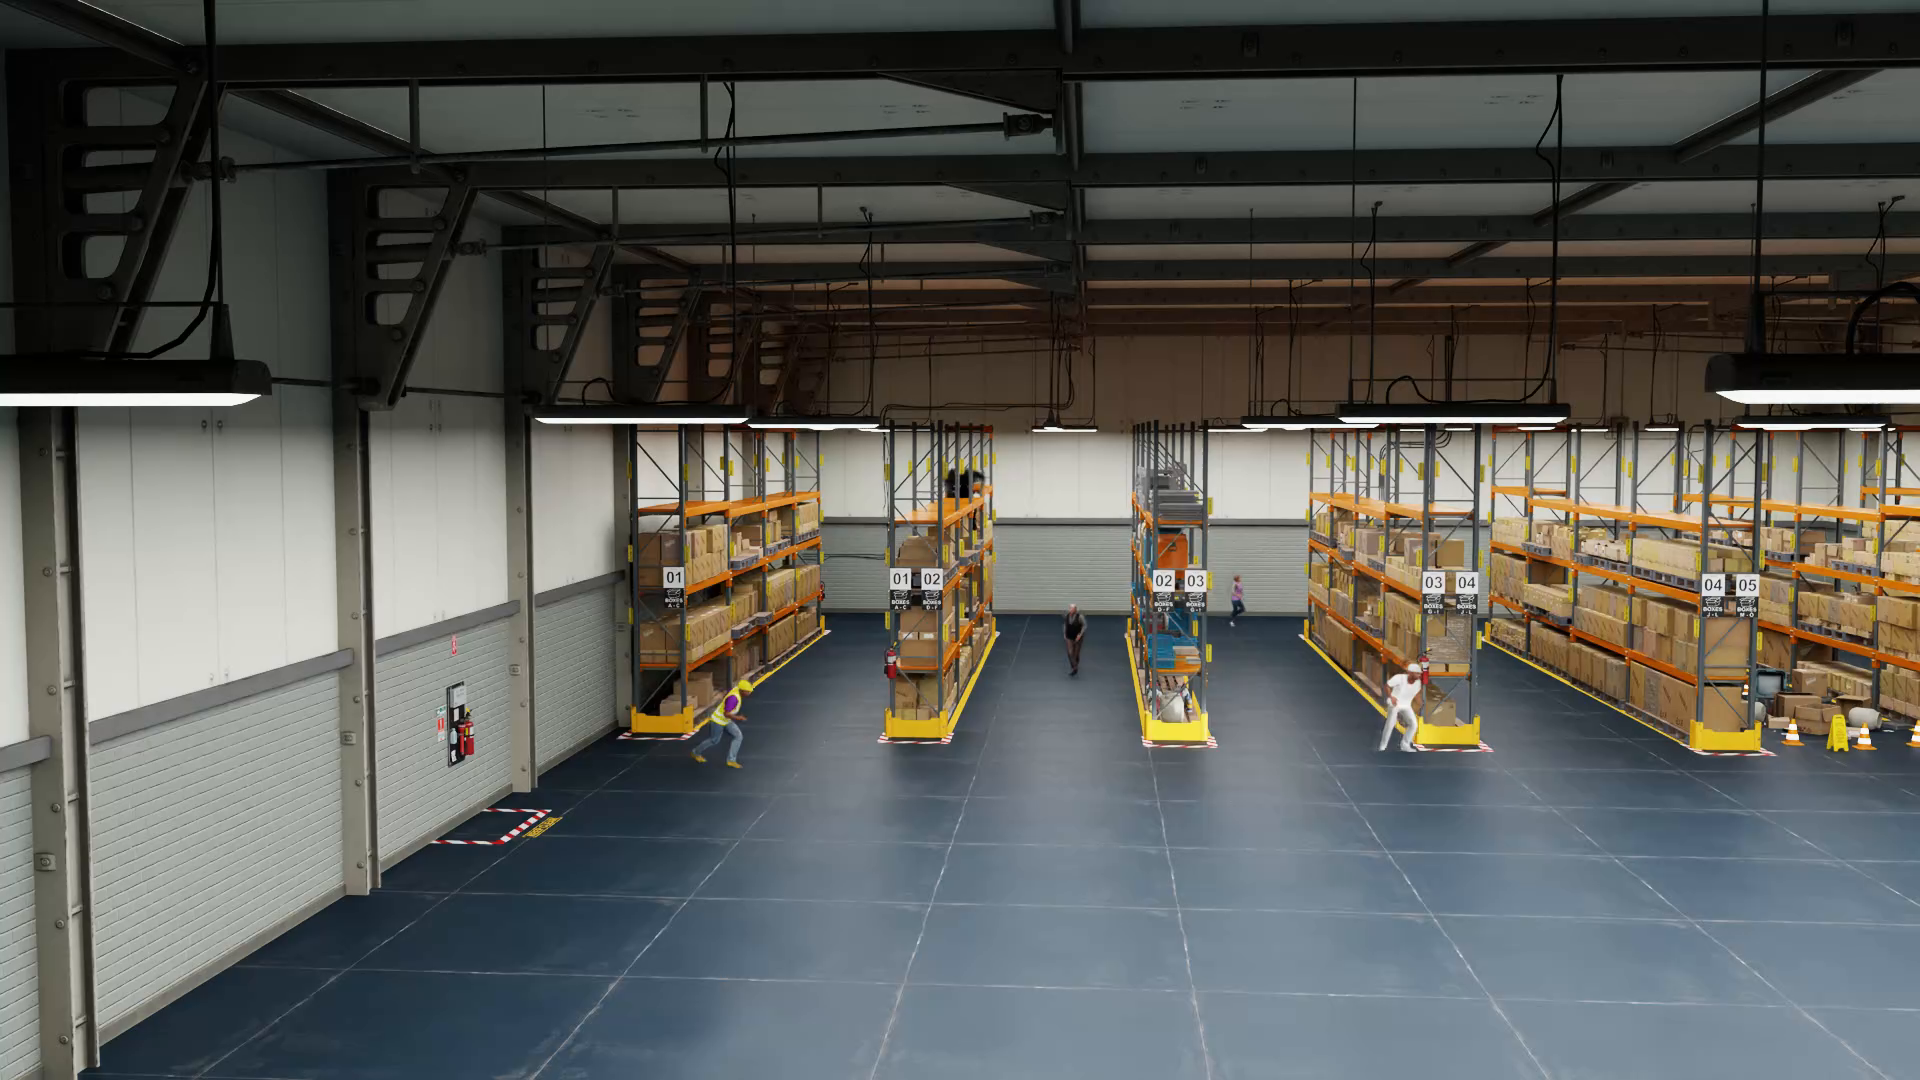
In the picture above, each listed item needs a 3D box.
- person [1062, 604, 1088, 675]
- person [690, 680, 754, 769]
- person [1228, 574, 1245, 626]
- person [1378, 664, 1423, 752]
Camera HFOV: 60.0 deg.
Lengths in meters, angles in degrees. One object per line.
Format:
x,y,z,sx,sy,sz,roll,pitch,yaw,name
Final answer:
2.759,2.369,39.888,0.652,1.700,0.698,1,4,14,person
-4.104,3.159,28.558,1.199,1.553,0.685,1,4,13,person
8.267,1.794,49.761,0.518,1.561,0.585,2,4,29,person
7.994,3.014,29.993,0.728,1.635,0.781,-1,4,-20,person
